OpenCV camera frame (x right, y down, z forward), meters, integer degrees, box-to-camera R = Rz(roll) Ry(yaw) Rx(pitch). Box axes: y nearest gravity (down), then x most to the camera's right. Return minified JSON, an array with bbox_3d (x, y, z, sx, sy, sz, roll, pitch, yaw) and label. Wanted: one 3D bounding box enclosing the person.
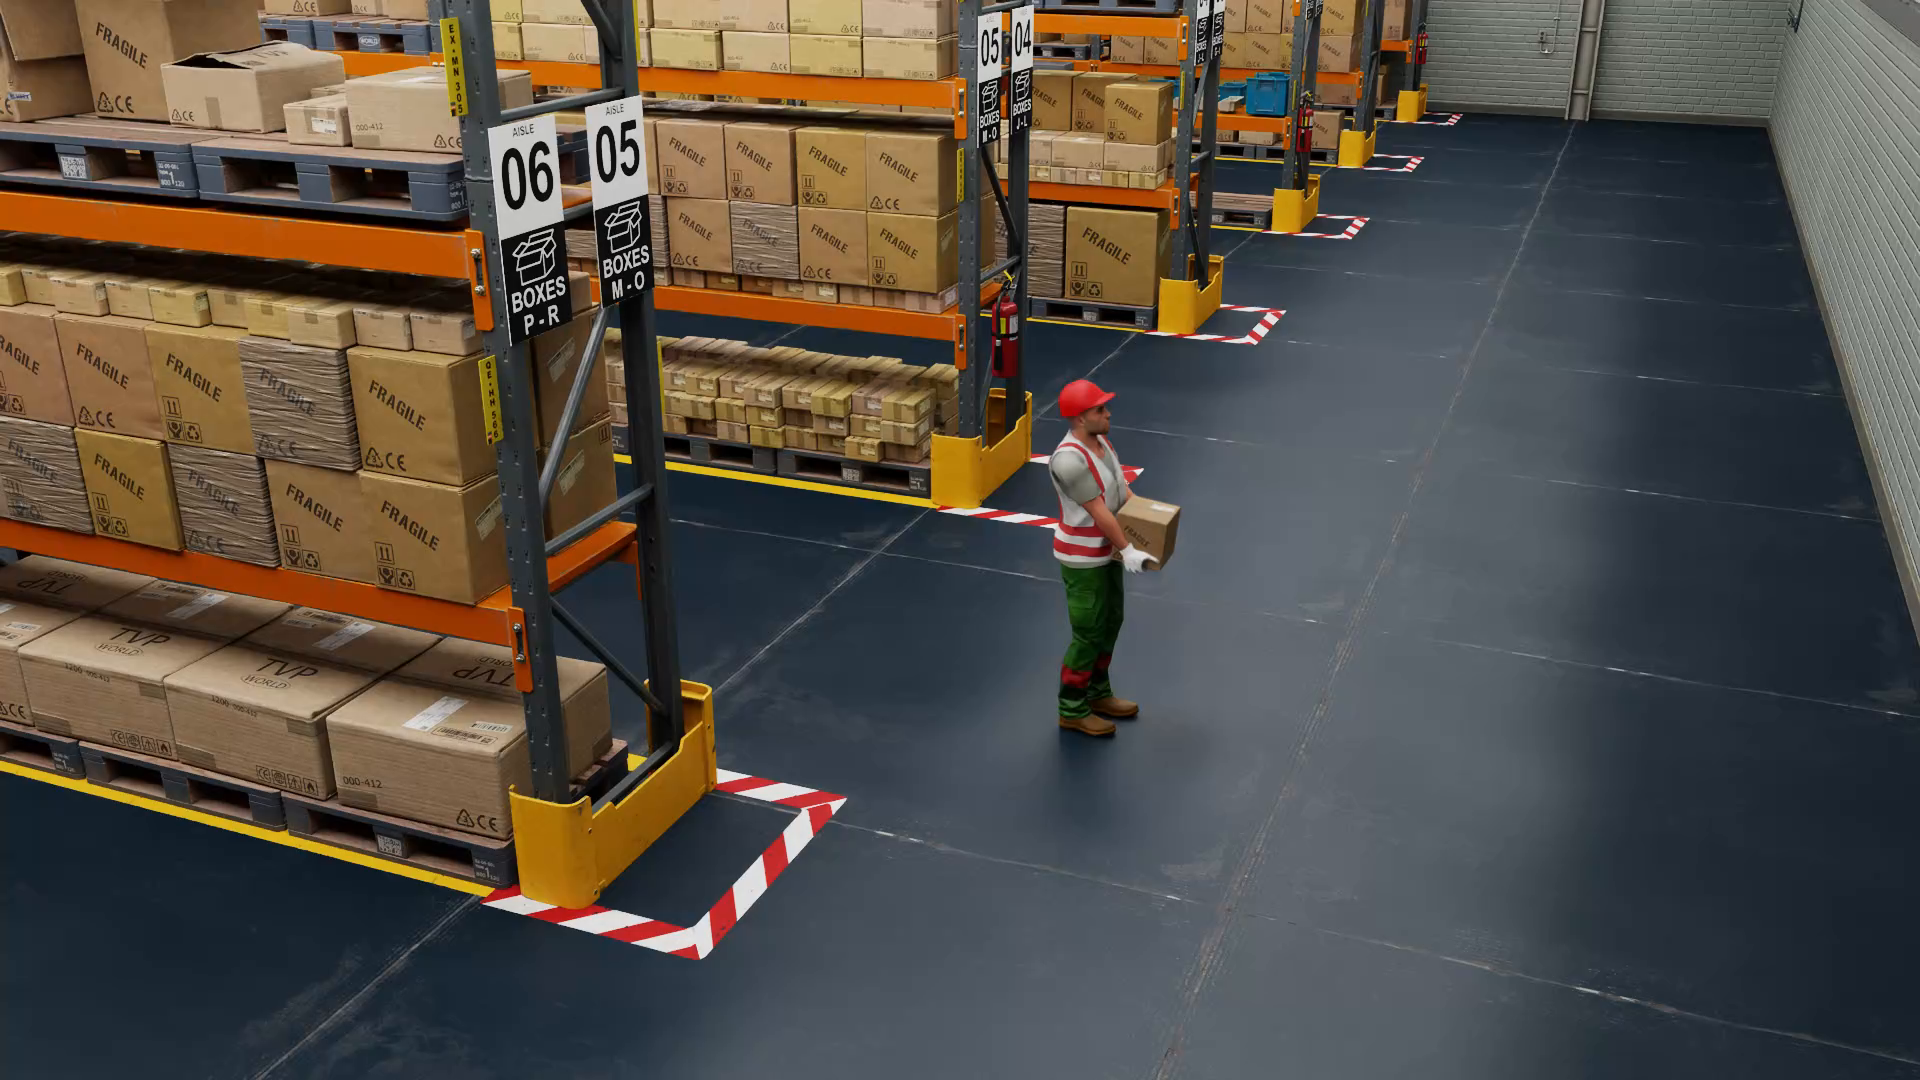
[{"bbox_3d":[0.680,0.079,8.222,0.452,1.779,0.618,7,23,17],"label":"person"}]
